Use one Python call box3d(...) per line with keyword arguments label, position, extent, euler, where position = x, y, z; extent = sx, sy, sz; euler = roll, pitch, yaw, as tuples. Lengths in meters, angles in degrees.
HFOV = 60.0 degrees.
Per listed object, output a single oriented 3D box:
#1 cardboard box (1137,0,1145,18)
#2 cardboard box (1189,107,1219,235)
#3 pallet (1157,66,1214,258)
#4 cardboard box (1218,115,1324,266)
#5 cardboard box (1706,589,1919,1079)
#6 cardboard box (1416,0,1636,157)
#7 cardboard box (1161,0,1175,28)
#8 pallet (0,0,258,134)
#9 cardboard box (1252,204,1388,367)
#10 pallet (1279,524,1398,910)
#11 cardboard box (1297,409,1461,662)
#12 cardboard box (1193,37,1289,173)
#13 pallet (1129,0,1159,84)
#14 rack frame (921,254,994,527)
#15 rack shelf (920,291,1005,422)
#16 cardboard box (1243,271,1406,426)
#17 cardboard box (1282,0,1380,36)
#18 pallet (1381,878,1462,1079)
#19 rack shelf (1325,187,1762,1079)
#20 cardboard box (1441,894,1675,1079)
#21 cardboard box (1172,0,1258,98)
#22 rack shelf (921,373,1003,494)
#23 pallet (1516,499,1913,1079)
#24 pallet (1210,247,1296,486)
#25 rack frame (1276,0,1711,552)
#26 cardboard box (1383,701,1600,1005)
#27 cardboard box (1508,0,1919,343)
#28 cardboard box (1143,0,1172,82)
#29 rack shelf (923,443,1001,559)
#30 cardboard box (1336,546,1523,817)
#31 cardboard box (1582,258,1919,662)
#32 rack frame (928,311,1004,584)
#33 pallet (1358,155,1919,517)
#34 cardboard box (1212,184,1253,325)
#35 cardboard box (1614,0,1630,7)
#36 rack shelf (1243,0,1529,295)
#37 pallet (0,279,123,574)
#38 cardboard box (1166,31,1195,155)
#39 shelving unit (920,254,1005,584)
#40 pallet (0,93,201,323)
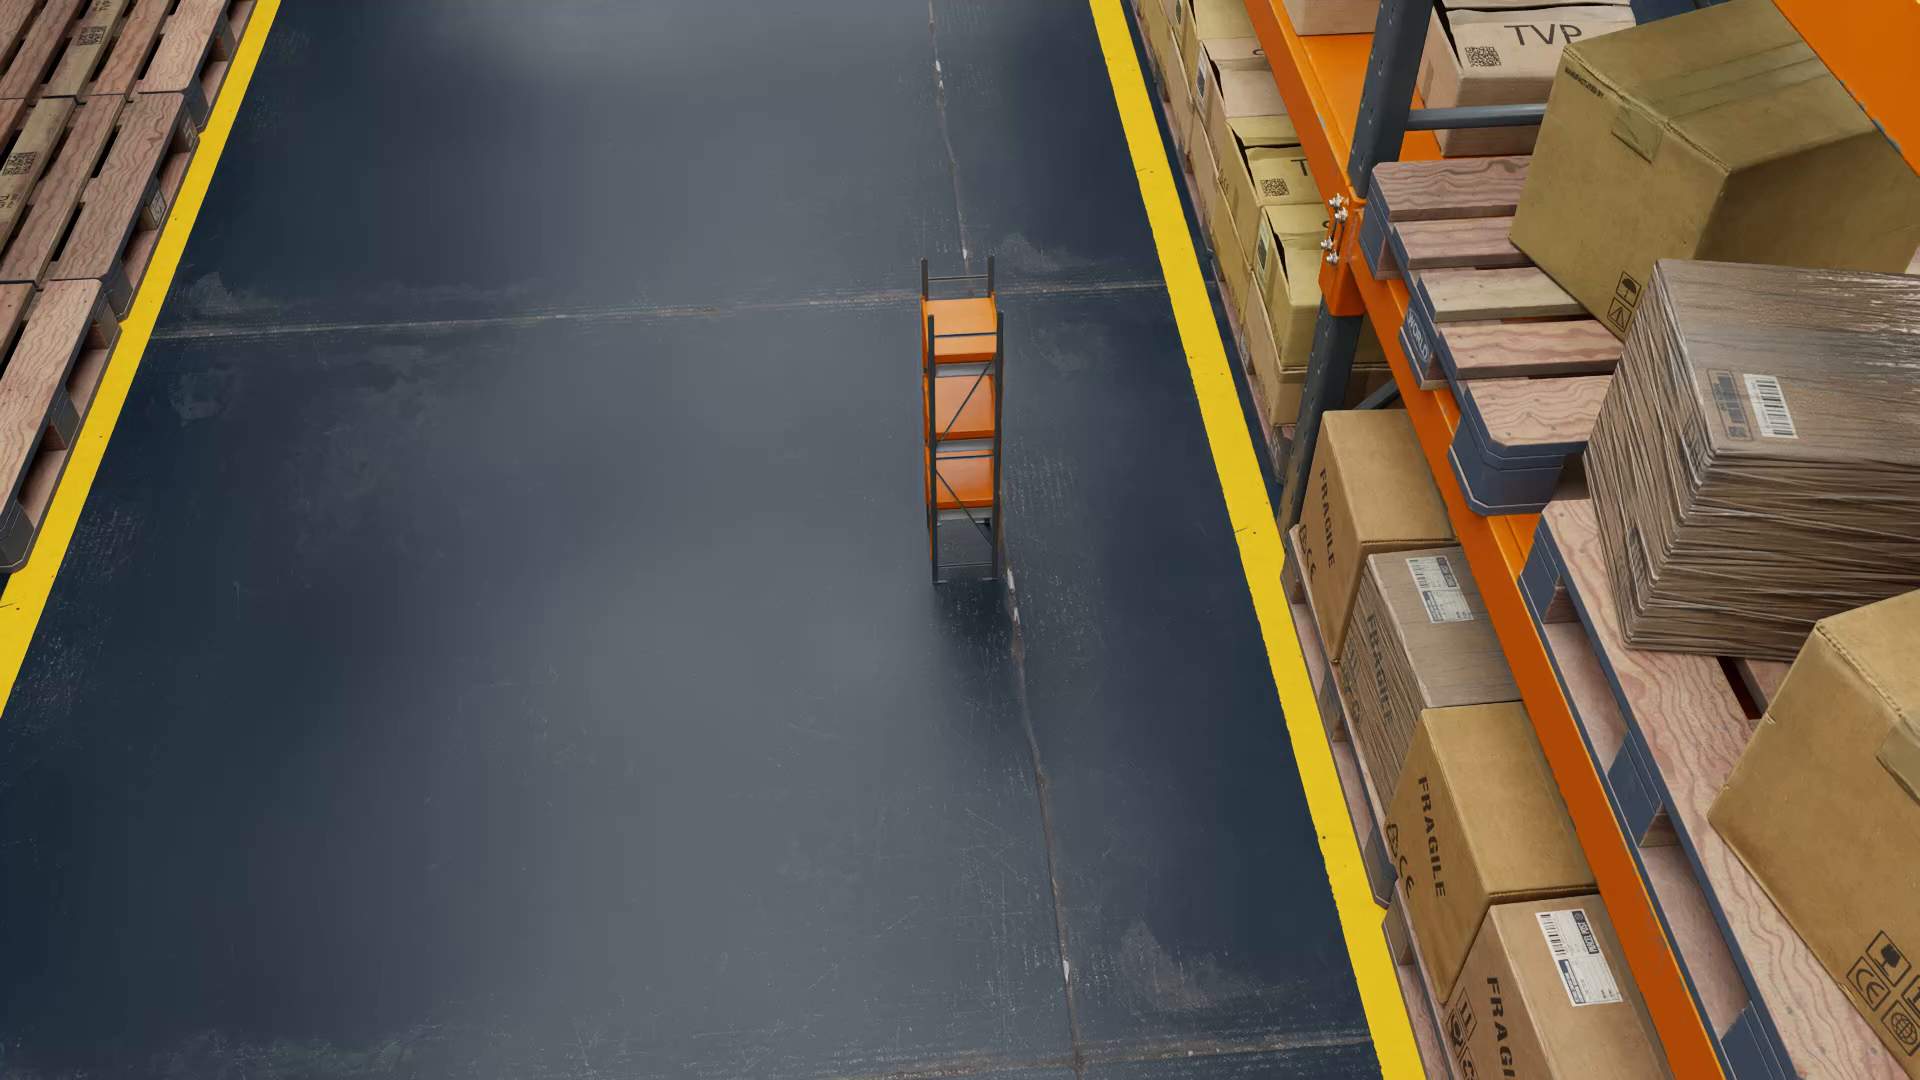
box3d(label="cardboard box", position=(1.004, -2.487, 7.144), extent=(0.500, 0.250, 0.500), euler=(-2, 47, -2))
box3d(label="cardboard box", position=(1.138, -1.372, 6.088), extent=(0.500, 0.250, 0.500), euler=(-3, 47, -2))
box3d(label="pallet", position=(1.381, -1.591, 6.611), extent=(1.003, 0.211, 1.213), euler=(-3, 47, -3))
box3d(label="cardboard box", position=(1.171, -1.202, 5.541), extent=(0.500, 0.311, 0.500), euler=(-4, 47, -4))
box3d(label="cardboard box", position=(1.636, 0.370, 2.476), extent=(0.700, 0.500, 0.500), euler=(-14, 48, -13))
box3d(label="cardboard box", position=(1.524, -1.306, 4.482), extent=(0.500, 0.311, 0.500), euler=(-1, 47, -1))
box3d(label="cardboard box", position=(1.043, -2.305, 6.586), extent=(0.500, 0.311, 0.500), euler=(-5, 47, -5))
box3d(label="pallet", position=(-3.656, -2.142, 7.133), extent=(1.003, 0.211, 1.213), euler=(-3, 47, -3))
box3d(label="cardboard box", position=(1.221, -0.826, 5.185), extent=(0.500, 0.311, 0.500), euler=(-2, 47, -2))
box3d(label="pallet", position=(1.535, 0.431, 4.697), extent=(1.003, 0.211, 1.213), euler=(-3, 47, -3))
box3d(label="cardboard box", position=(1.264, -0.016, 4.618), extent=(0.500, 0.500, 0.500), euler=(-2, 47, -2))
box3d(label="cardboard box", position=(1.132, -1.567, 5.887), extent=(0.500, 0.311, 0.500), euler=(-4, 47, -4))
box3d(label="pallet", position=(1.276, -2.475, 7.449), extent=(1.003, 0.211, 1.213), euler=(-3, 47, -3))
box3d(label="rack frame", position=(-0.006, -0.411, 4.916), extent=(0.200, 1.050, 0.008), euler=(-3, 47, -3))
box3d(label="rack shelf", position=(0.004, -0.510, 4.634), extent=(0.215, 0.259, 0.240), euler=(-3, 47, -3))
box3d(label="cardboard box", position=(1.223, -0.635, 5.390), extent=(0.500, 0.250, 0.500), euler=(-2, 47, -2))
box3d(label="cardboard box", position=(1.160, -1.618, 4.890), extent=(0.380, 0.149, 0.250), euler=(-3, 47, -3))
box3d(label="pallet", position=(1.634, 1.311, 3.863), extent=(1.003, 0.211, 1.213), euler=(-3, 47, -3))
box3d(label="rack shelf", position=(1.678, 0.624, 3.089), extent=(1.077, 0.370, 4.000), euler=(-3, 47, -3))
box3d(label="cardboard box", position=(1.399, 1.103, 3.558), extent=(0.500, 0.500, 0.500), euler=(-5, 47, -5))
box3d(label="cardboard box", position=(1.092, -1.930, 6.230), extent=(0.500, 0.311, 0.500), euler=(-2, 47, -2))
box3d(label="rack shelf", position=(0.004, -0.315, 4.840), extent=(0.215, 0.259, 0.240), euler=(-3, 47, -3))
box3d(label="pallet", position=(1.678, 0.402, 2.936), extent=(1.003, 0.211, 1.213), euler=(-3, 47, -3))
box3d(label="pallet", position=(1.480, -0.710, 5.777), extent=(1.003, 0.211, 1.213), euler=(-3, 47, -3))
box3d(label="rack frame", position=(1.511, -1.071, 4.198), extent=(1.000, 3.000, 0.127), euler=(-3, 47, -3))
box3d(label="cardboard box", position=(1.350, 0.726, 3.915), extent=(0.500, 0.500, 0.500), euler=(-4, 47, -4))
box3d(label="cardboard box", position=(1.676, -0.801, 3.584), extent=(0.700, 0.500, 0.500), euler=(-18, 49, -16))
box3d(label="cardboard box", position=(1.050, -2.112, 6.789), extent=(0.500, 0.250, 0.500), euler=(-5, 47, -5))
box3d(label="rack shelf", position=(0.004, -0.124, 5.042), extent=(0.215, 0.259, 0.240), euler=(-3, 47, -3))
box3d(label="cardboard box", position=(1.313, 0.363, 4.259), extent=(0.500, 0.500, 0.500), euler=(-5, 47, -5))
box3d(label="cardboard box", position=(1.562, -0.127, 2.947), extent=(0.700, 0.500, 0.500), euler=(4, 47, 4))
box3d(label="rack frame", position=(0.015, -0.234, 4.749), extent=(0.200, 1.050, 0.008), euler=(-3, 47, -3))
box3d(label="pallet", position=(1.637, -0.519, 3.807), extent=(1.213, 0.211, 1.003), euler=(-3, 47, -3))
box3d(label="cardboard box", position=(1.177, -1.008, 5.743), extent=(0.500, 0.250, 0.500), euler=(-4, 47, -4))
box3d(label="cardboard box", position=(1.629, -1.699, 4.854), extent=(0.500, 0.311, 0.500), euler=(-4, 47, -4))
box3d(label="rack shelf", position=(1.343, -2.270, 5.830), extent=(1.077, 0.370, 4.000), euler=(-3, 47, -3))
box3d(label="pallet", position=(-3.452, -0.376, 5.461), extent=(1.003, 0.211, 1.213), euler=(-3, 47, -3))
box3d(label="cardboard box", position=(1.092, -1.744, 6.441), extent=(0.500, 0.250, 0.500), euler=(-3, 47, -3))
box3d(label="shelving unit", position=(0.004, -0.322, 4.832), extent=(0.215, 1.050, 0.252), euler=(-3, 47, -3))
box3d(label="pallet", position=(-3.551, -1.257, 6.295), extent=(1.003, 0.211, 1.213), euler=(-3, 47, -3))
